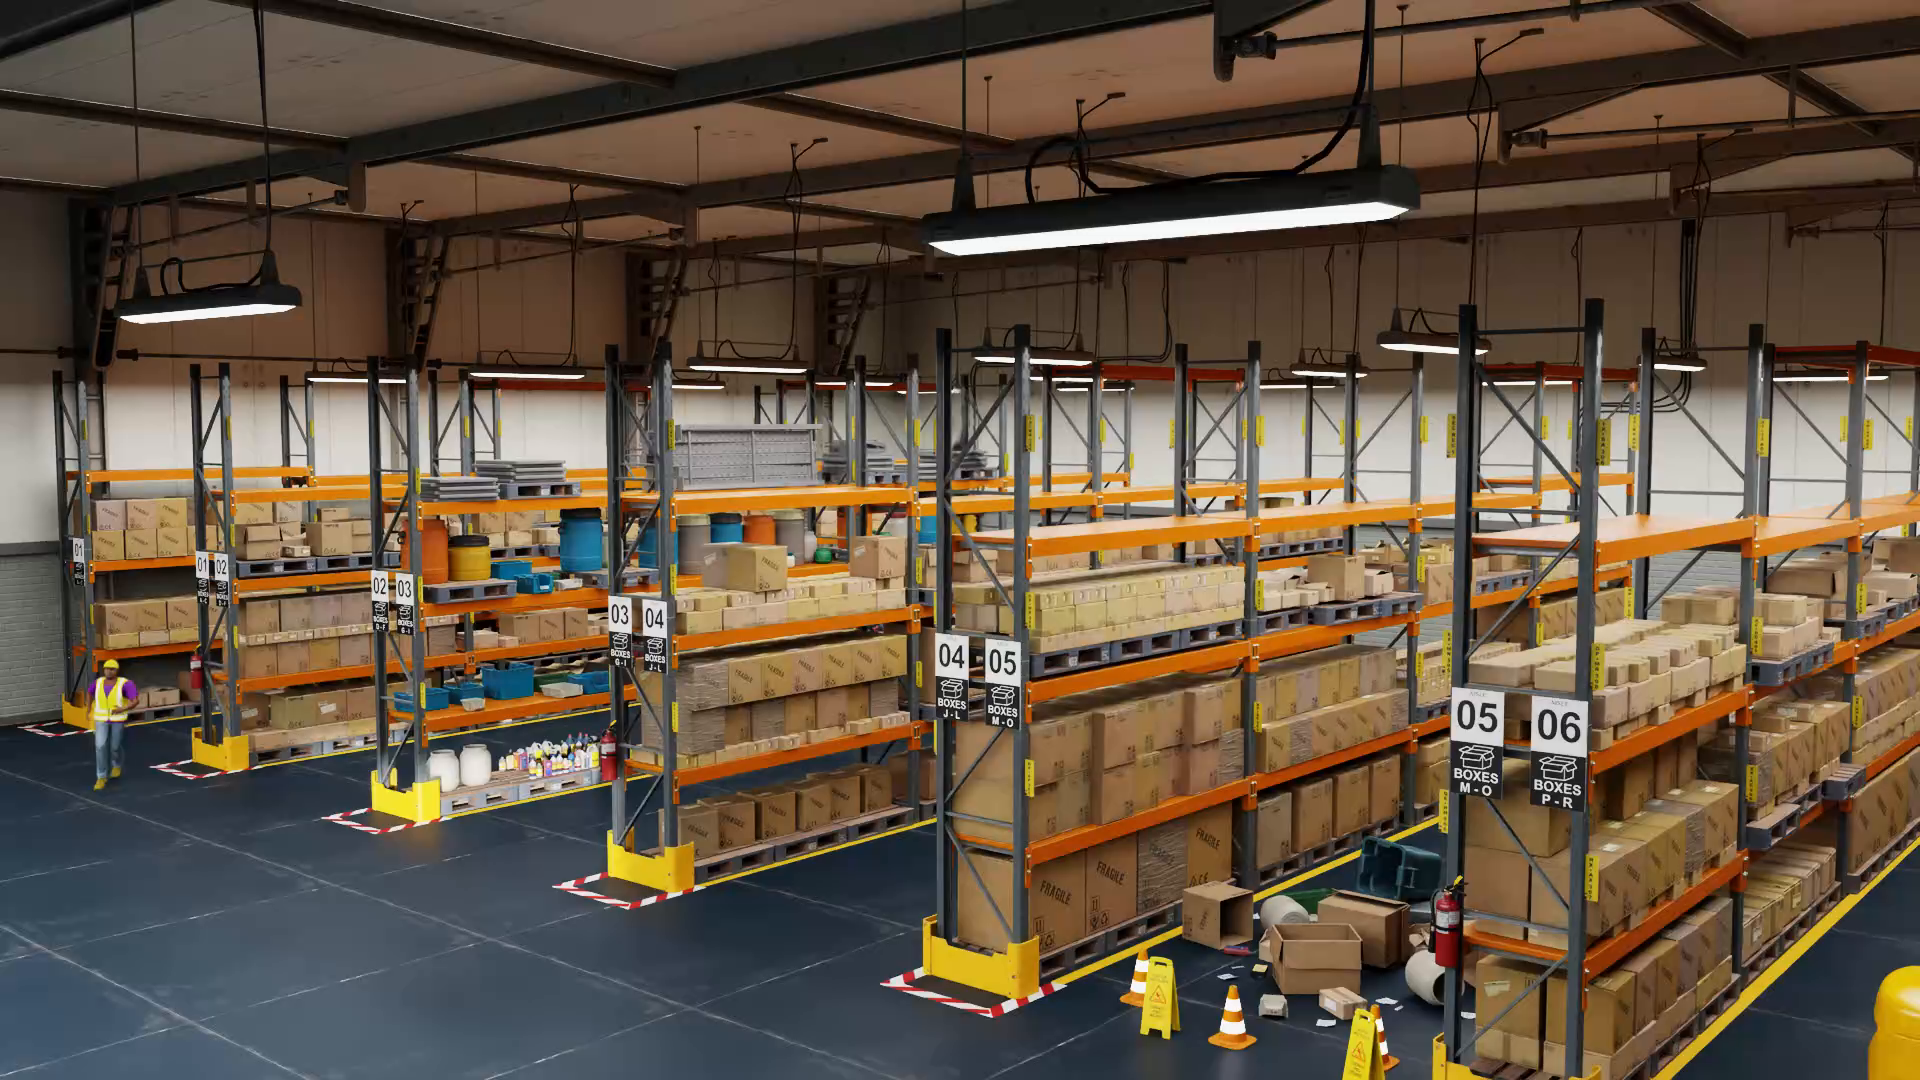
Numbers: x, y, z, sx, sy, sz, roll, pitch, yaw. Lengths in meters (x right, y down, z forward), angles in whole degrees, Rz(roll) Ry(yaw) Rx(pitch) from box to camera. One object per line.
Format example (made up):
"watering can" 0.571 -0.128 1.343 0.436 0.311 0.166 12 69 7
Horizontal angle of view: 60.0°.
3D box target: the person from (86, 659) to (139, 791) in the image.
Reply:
"person" -12.032 2.582 23.604 0.708 1.803 0.894 -1 4 -18
